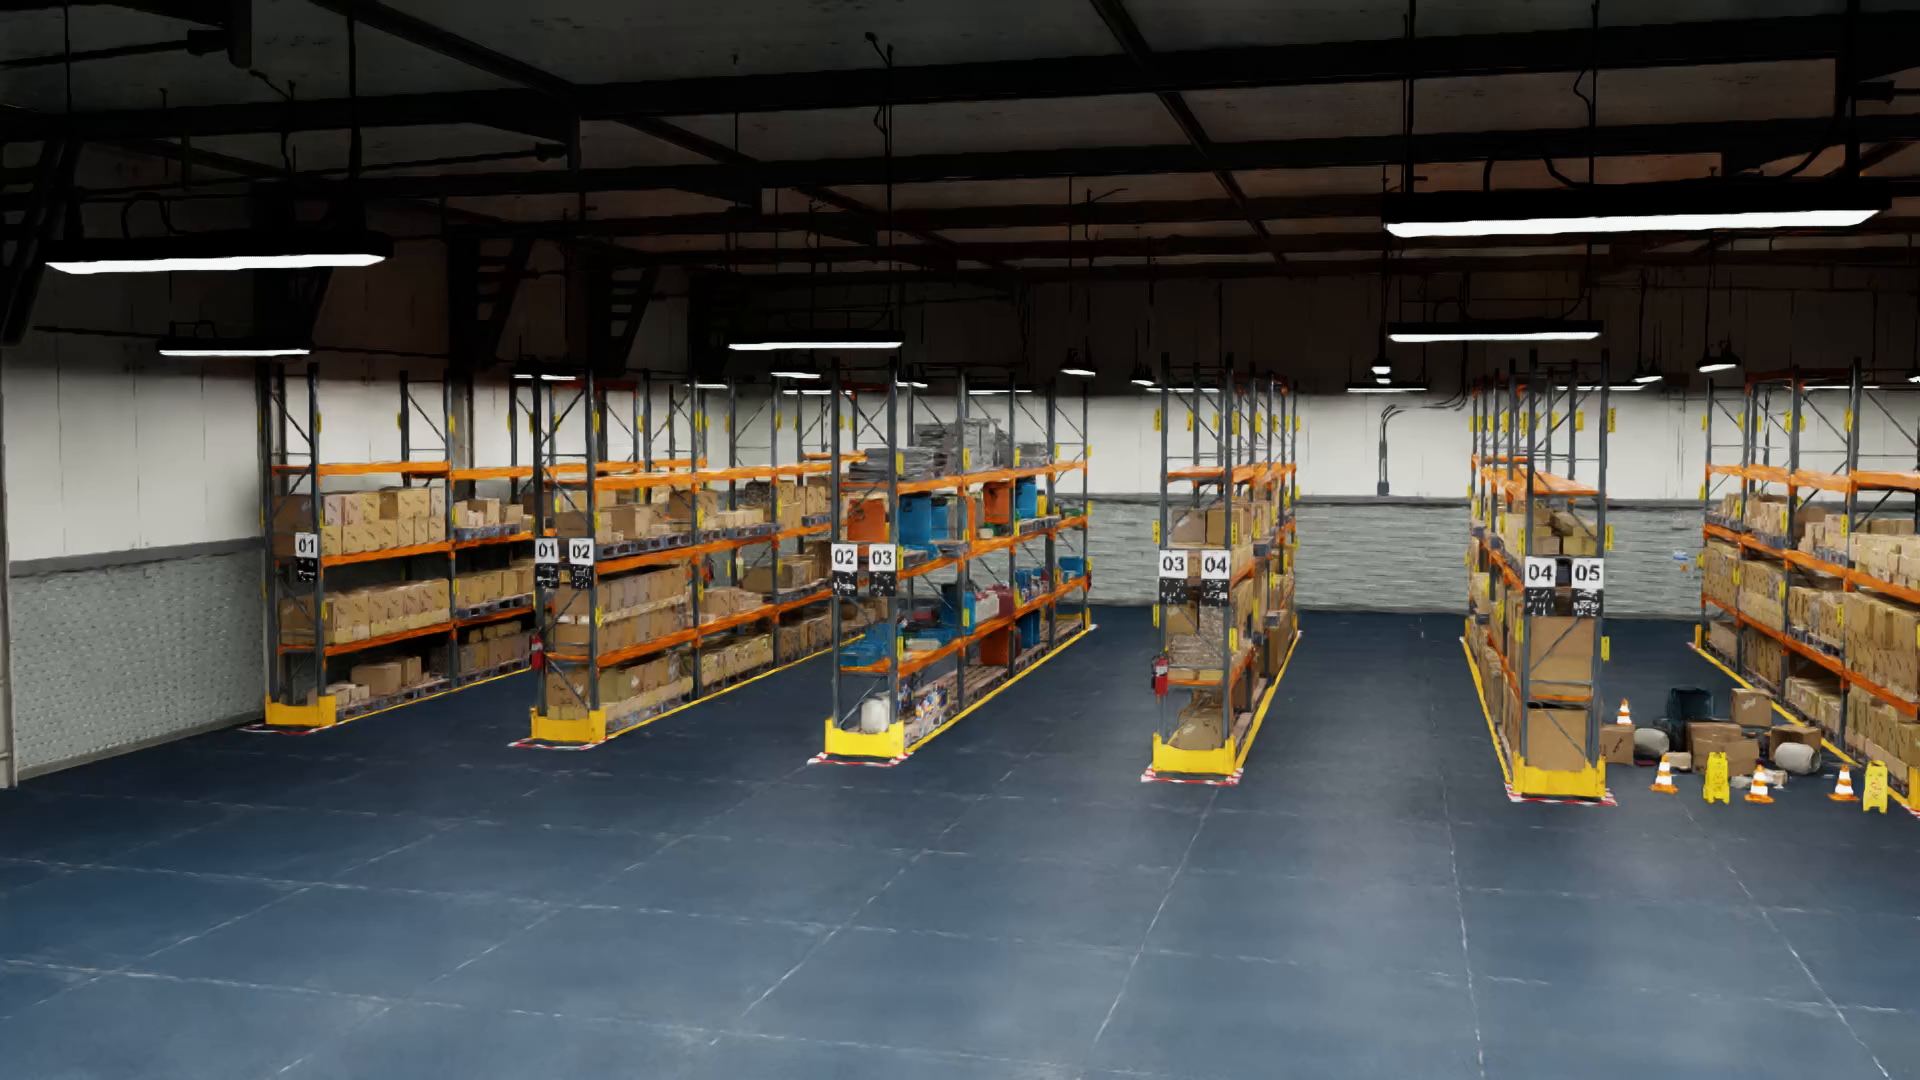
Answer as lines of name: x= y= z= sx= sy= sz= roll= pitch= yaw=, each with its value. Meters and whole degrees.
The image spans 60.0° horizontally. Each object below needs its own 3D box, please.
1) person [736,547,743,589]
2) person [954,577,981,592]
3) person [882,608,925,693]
person: x=-5.960 y=1.015 z=44.833 sx=0.691 sy=1.642 sz=0.563 roll=-3 pitch=5 yaw=-38
person: x=0.123 y=1.463 z=38.533 sx=0.680 sy=1.658 sz=0.866 roll=1 pitch=4 yaw=20
person: x=-1.007 y=2.035 z=30.677 sx=0.505 sy=1.610 sz=0.937 roll=3 pitch=5 yaw=35
